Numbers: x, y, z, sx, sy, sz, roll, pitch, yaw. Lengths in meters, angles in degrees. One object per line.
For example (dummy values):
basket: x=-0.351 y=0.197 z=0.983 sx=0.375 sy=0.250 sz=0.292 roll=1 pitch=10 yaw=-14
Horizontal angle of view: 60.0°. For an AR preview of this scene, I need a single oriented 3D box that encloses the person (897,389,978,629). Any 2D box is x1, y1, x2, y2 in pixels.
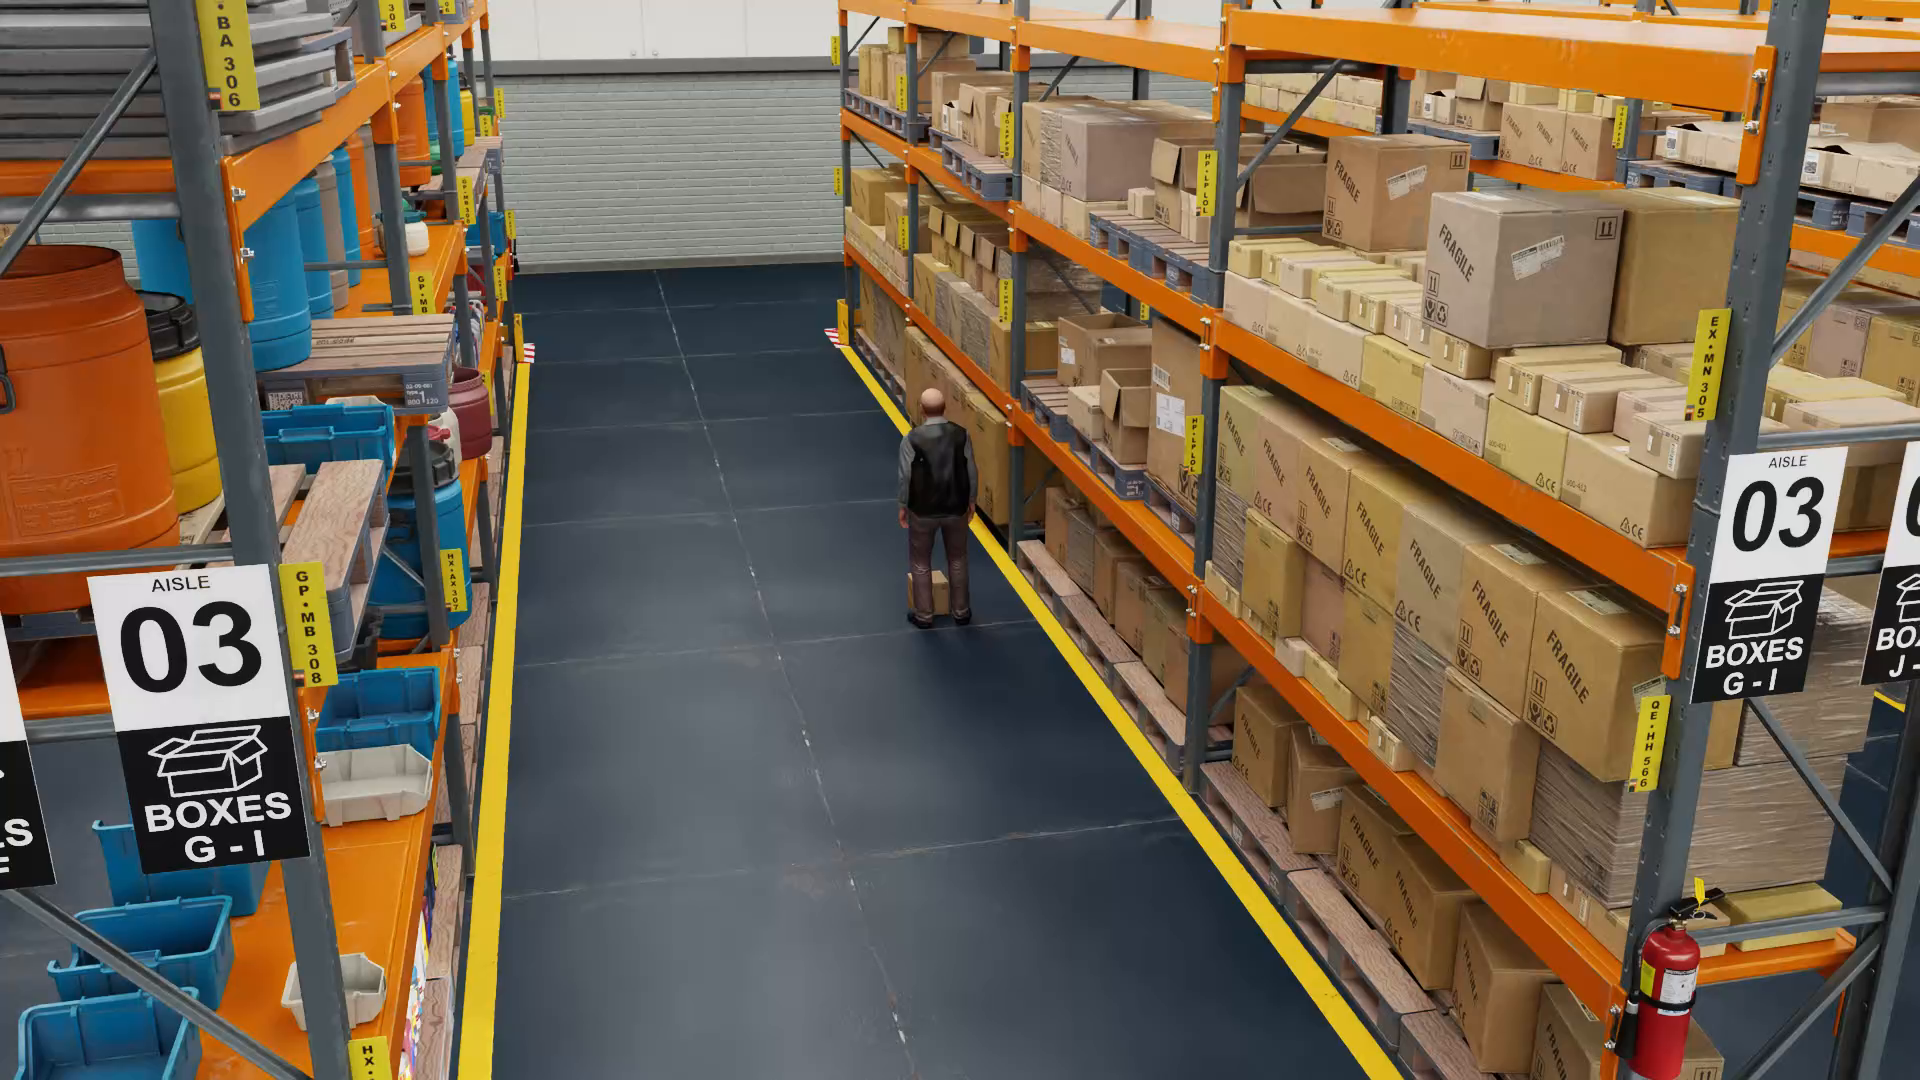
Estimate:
person: x=-0.155 y=-0.209 z=11.697 sx=0.579 sy=1.720 sz=0.420 roll=-5 pitch=20 yaw=-13
